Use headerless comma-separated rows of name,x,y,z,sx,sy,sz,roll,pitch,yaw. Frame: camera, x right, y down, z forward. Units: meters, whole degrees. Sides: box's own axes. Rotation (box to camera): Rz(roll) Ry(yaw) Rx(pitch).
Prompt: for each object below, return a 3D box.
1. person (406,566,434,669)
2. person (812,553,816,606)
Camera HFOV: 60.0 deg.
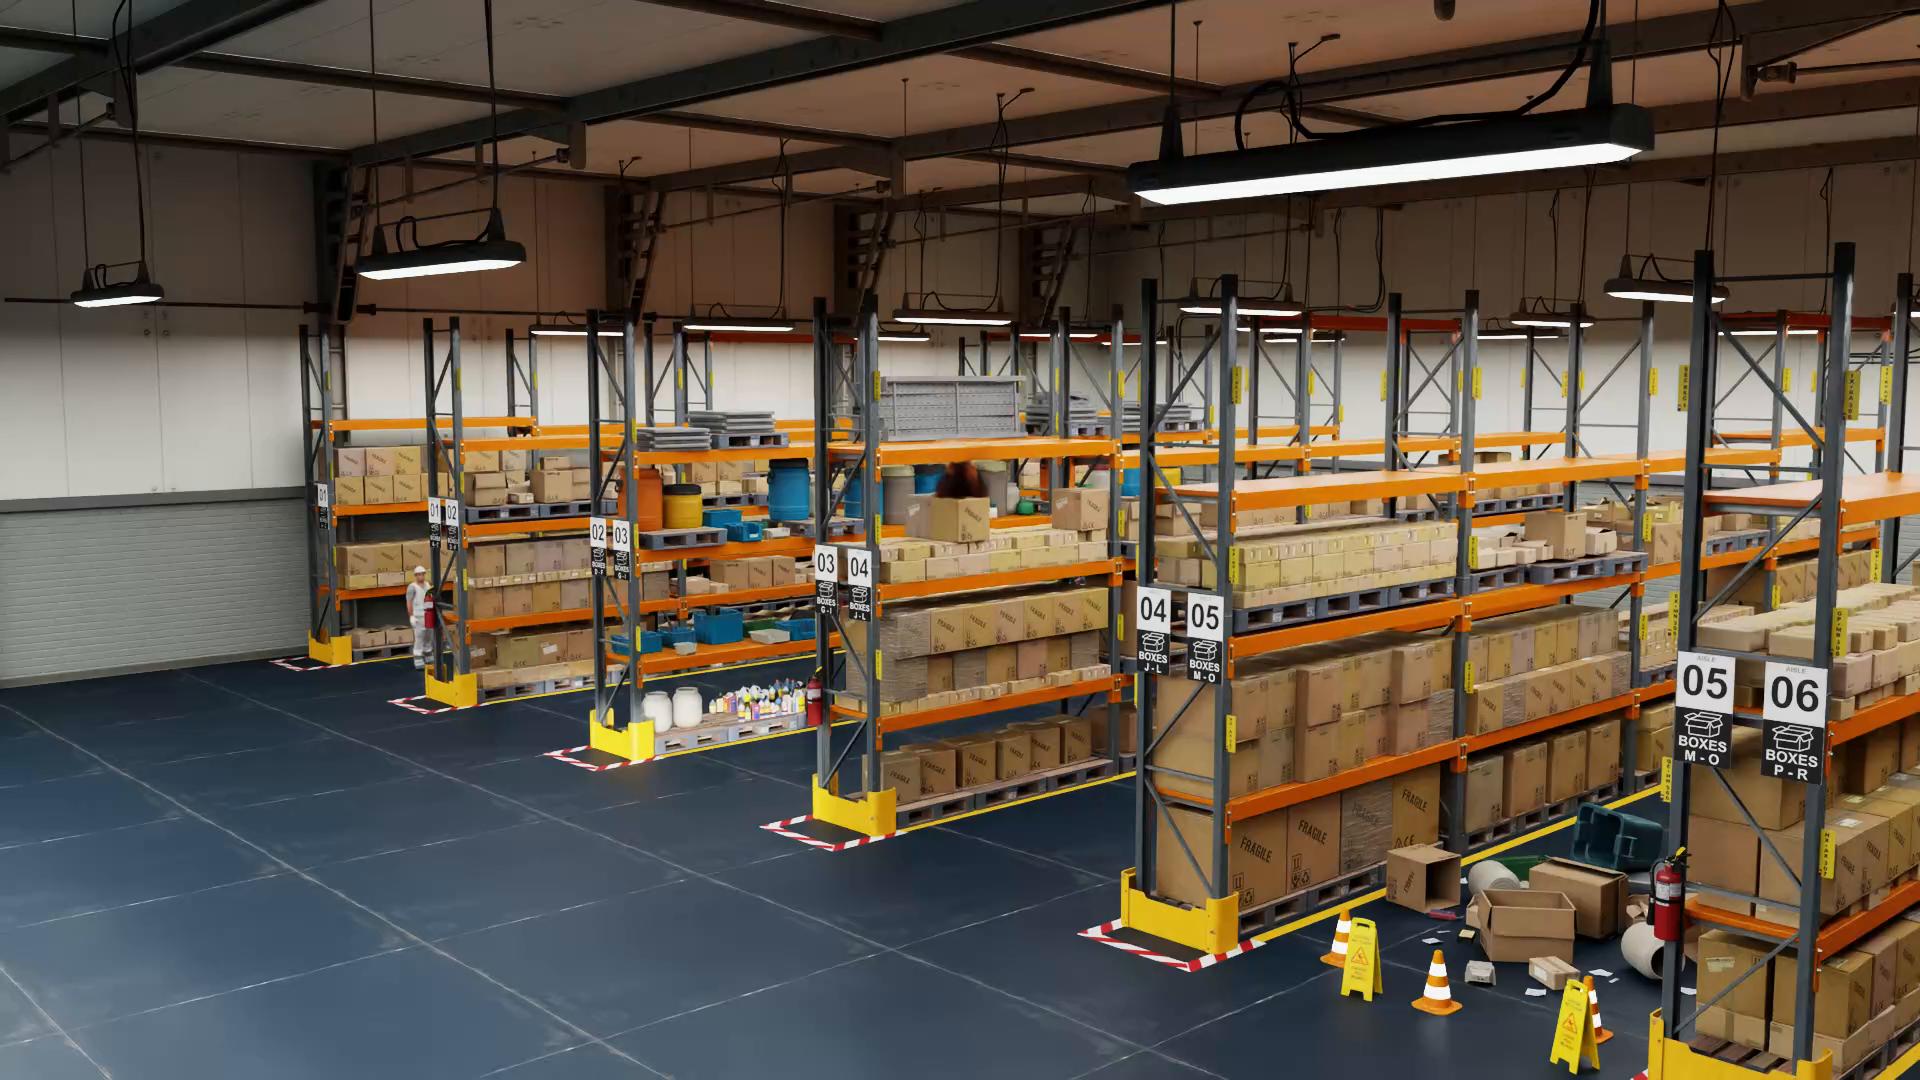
person,-9.343,1.346,28.966,0.415,1.798,0.565,1,6,14
person,-2.761,0.834,34.225,0.562,1.778,0.476,-4,7,-36
